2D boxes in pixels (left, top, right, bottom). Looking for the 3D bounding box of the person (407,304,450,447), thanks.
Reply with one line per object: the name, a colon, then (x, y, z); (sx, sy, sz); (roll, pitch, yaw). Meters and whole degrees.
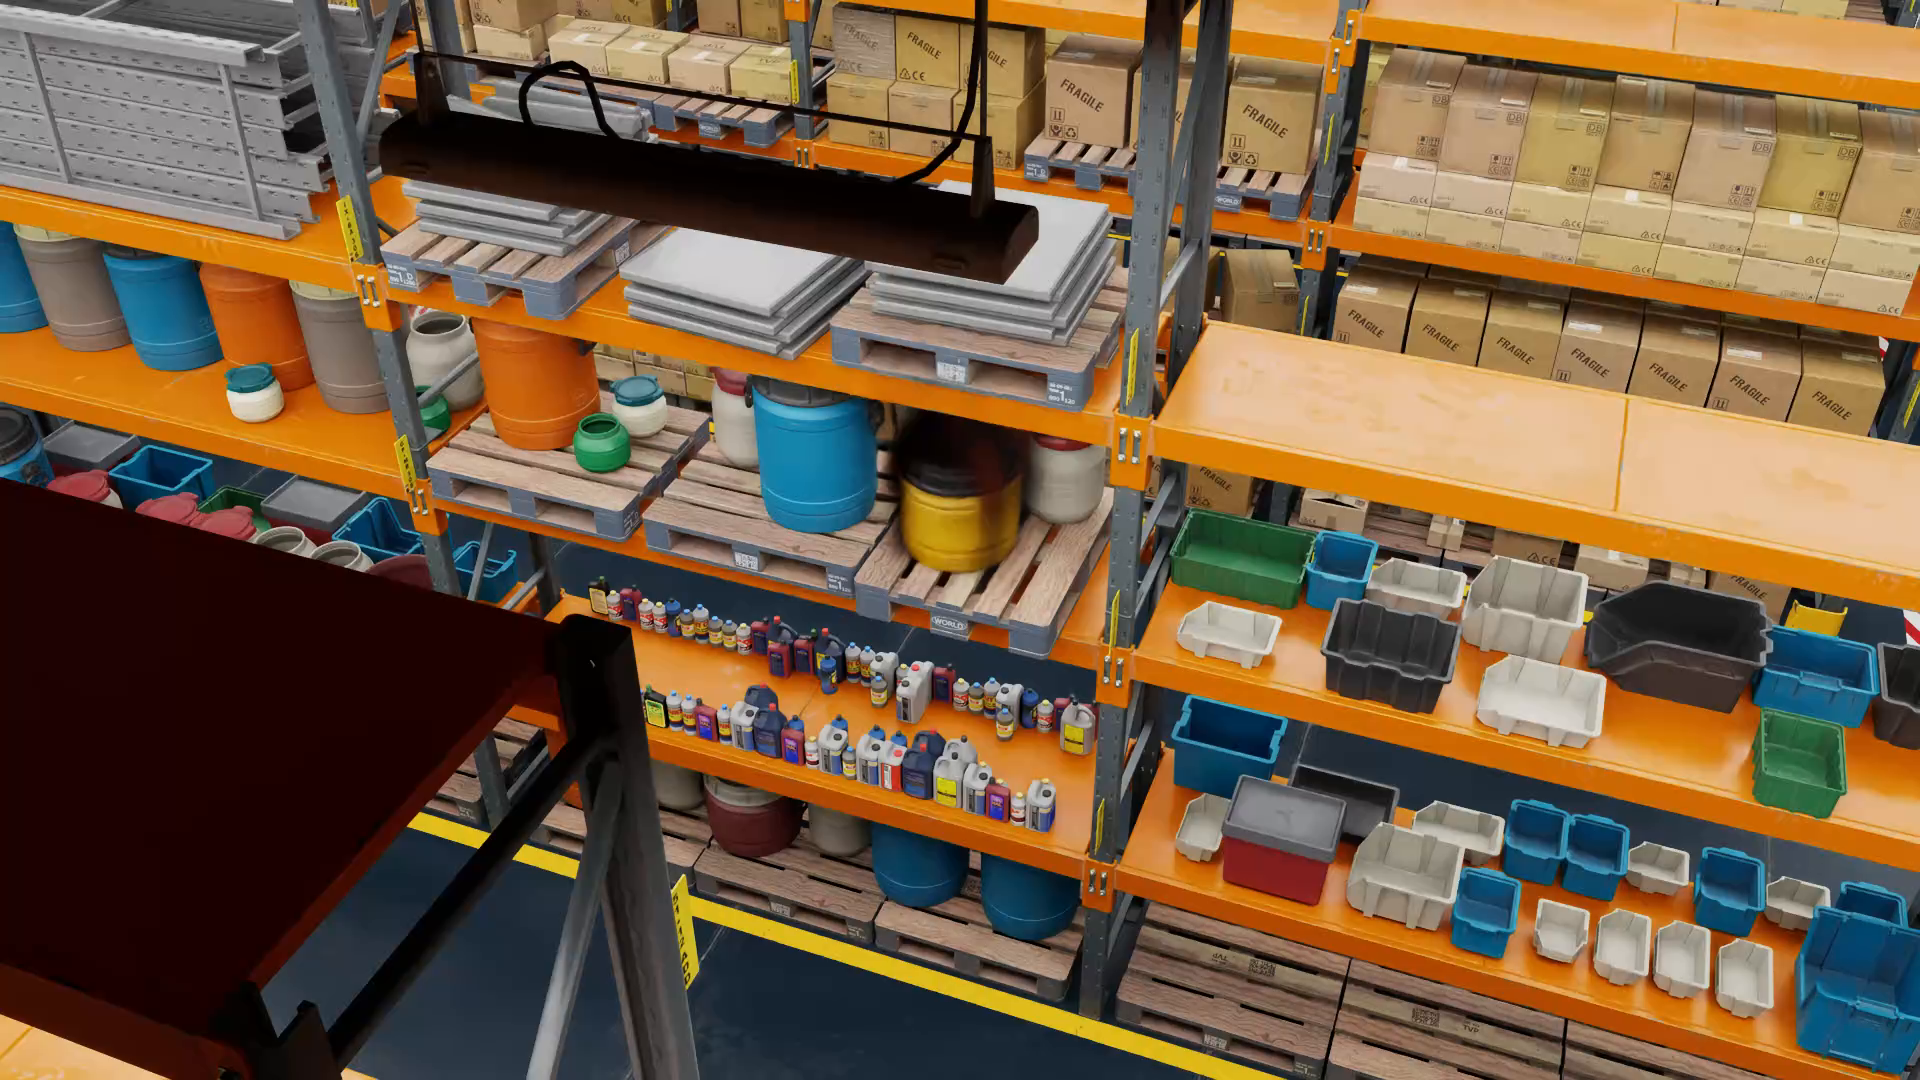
person: (-4.470, -1.354, 13.772); (0.621, 1.857, 0.383); (14, 39, 18)
